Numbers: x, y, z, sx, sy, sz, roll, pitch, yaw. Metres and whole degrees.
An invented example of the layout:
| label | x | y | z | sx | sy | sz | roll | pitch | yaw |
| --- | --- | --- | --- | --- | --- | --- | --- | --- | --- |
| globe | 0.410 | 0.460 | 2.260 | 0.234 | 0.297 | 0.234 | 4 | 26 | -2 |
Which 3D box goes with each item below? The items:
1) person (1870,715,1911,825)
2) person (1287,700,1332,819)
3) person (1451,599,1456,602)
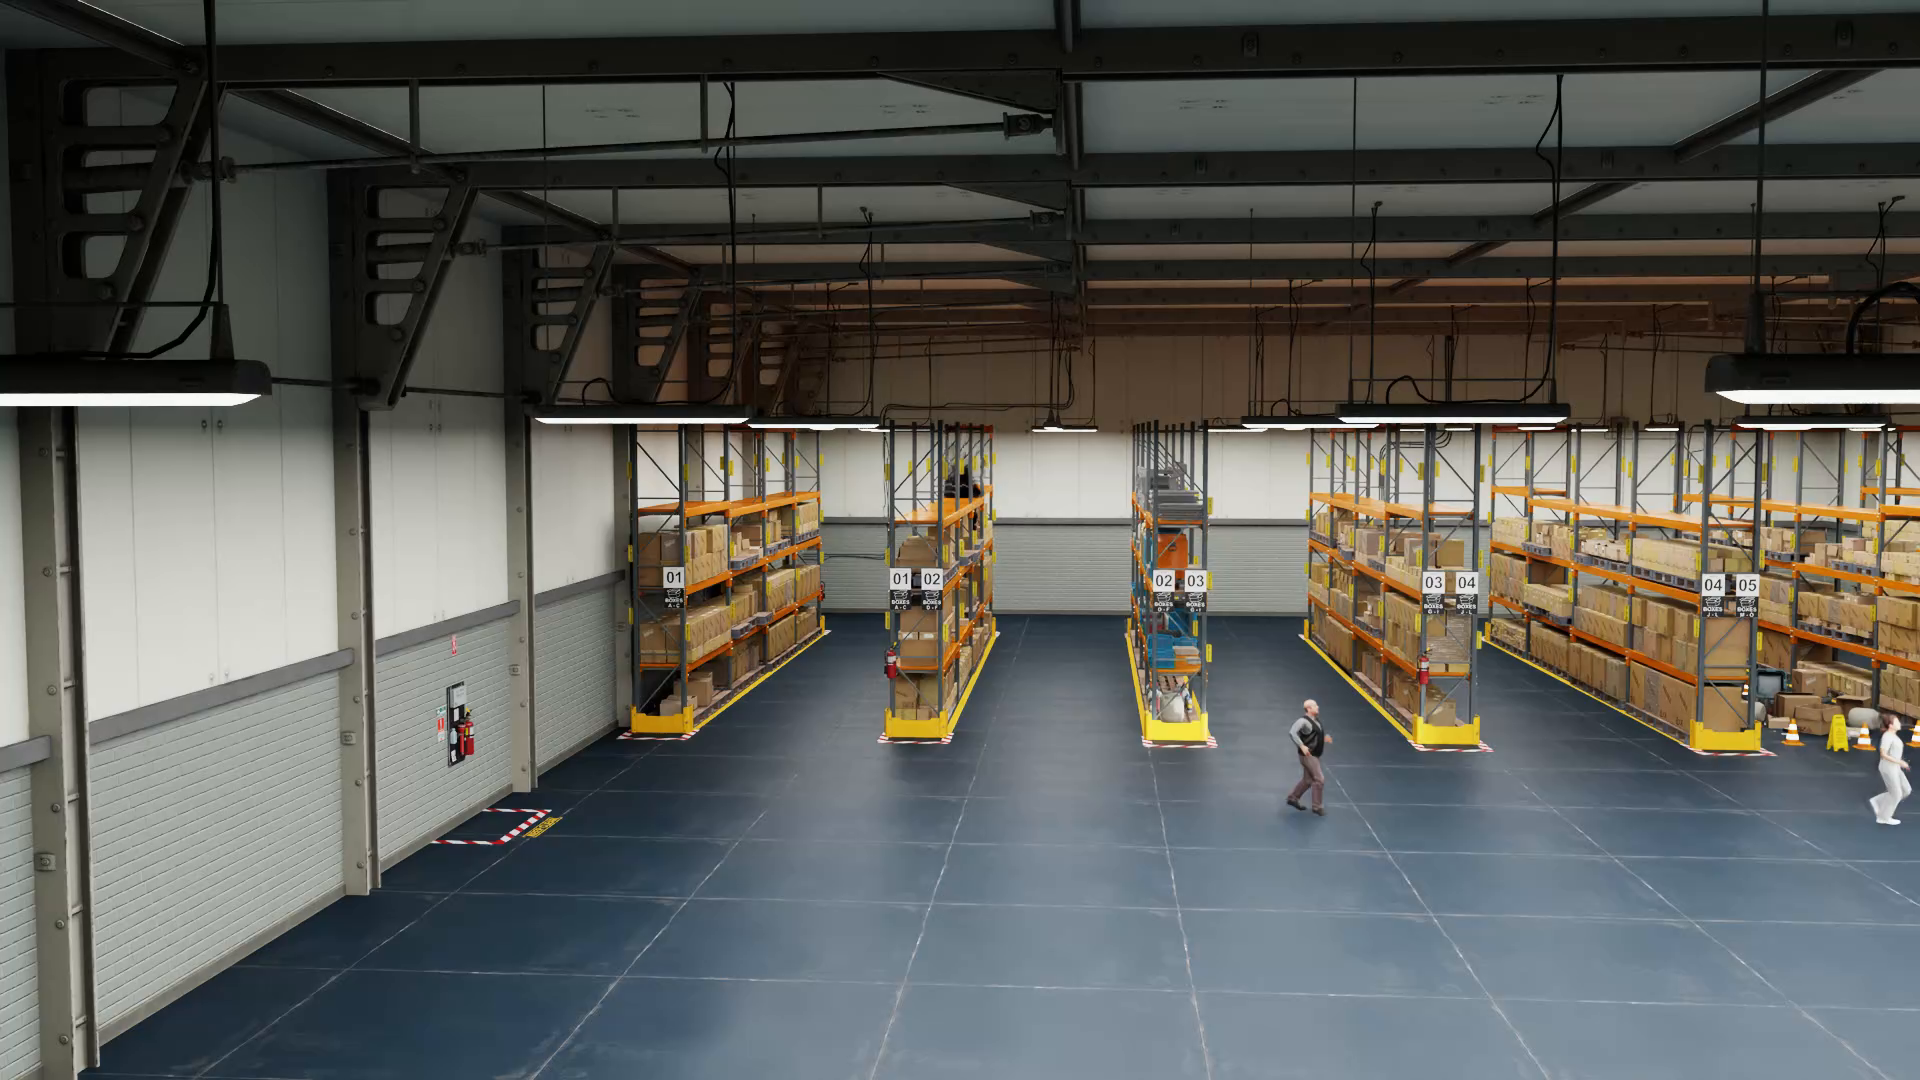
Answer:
| label | x | y | z | sx | sy | sz | roll | pitch | yaw |
| --- | --- | --- | --- | --- | --- | --- | --- | --- | --- |
| person | 13.645 | 3.362 | 24.375 | 0.553 | 1.624 | 0.541 | 3 | 5 | 39 |
| person | 5.259 | 3.282 | 25.012 | 0.720 | 1.770 | 0.661 | 2 | 4 | 29 |
| person | 13.295 | 2.080 | 44.210 | 0.594 | 1.705 | 0.798 | 1 | 4 | 14 |
